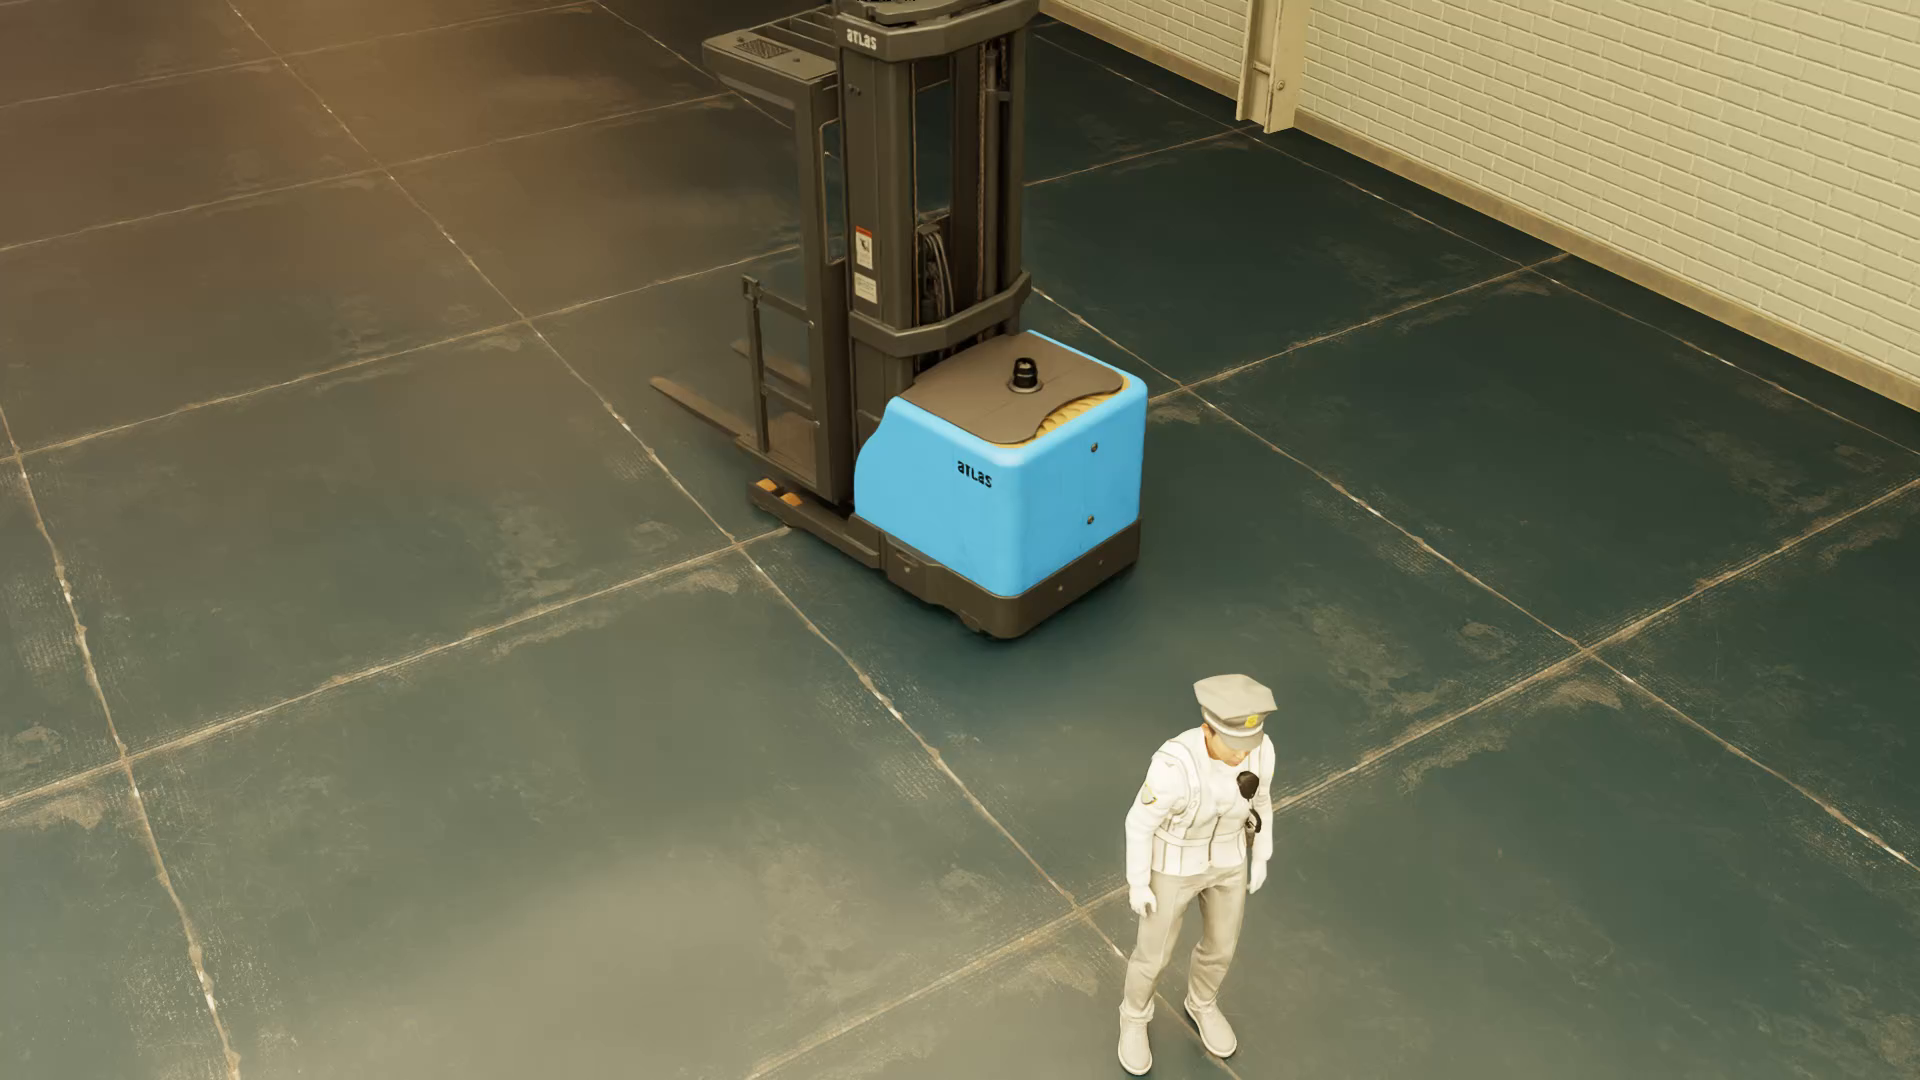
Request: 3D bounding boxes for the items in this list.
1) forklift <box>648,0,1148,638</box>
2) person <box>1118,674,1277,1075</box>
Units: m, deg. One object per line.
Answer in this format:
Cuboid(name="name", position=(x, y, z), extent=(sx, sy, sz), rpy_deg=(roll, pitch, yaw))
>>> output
Cuboid(name="forklift", position=(-0.495, -1.470, 8.240), extent=(3.031, 2.935, 1.130), rpy_deg=(29, 44, 35))
Cuboid(name="person", position=(0.812, 1.119, 5.660), extent=(0.537, 1.662, 0.373), rpy_deg=(-9, 36, -13))
